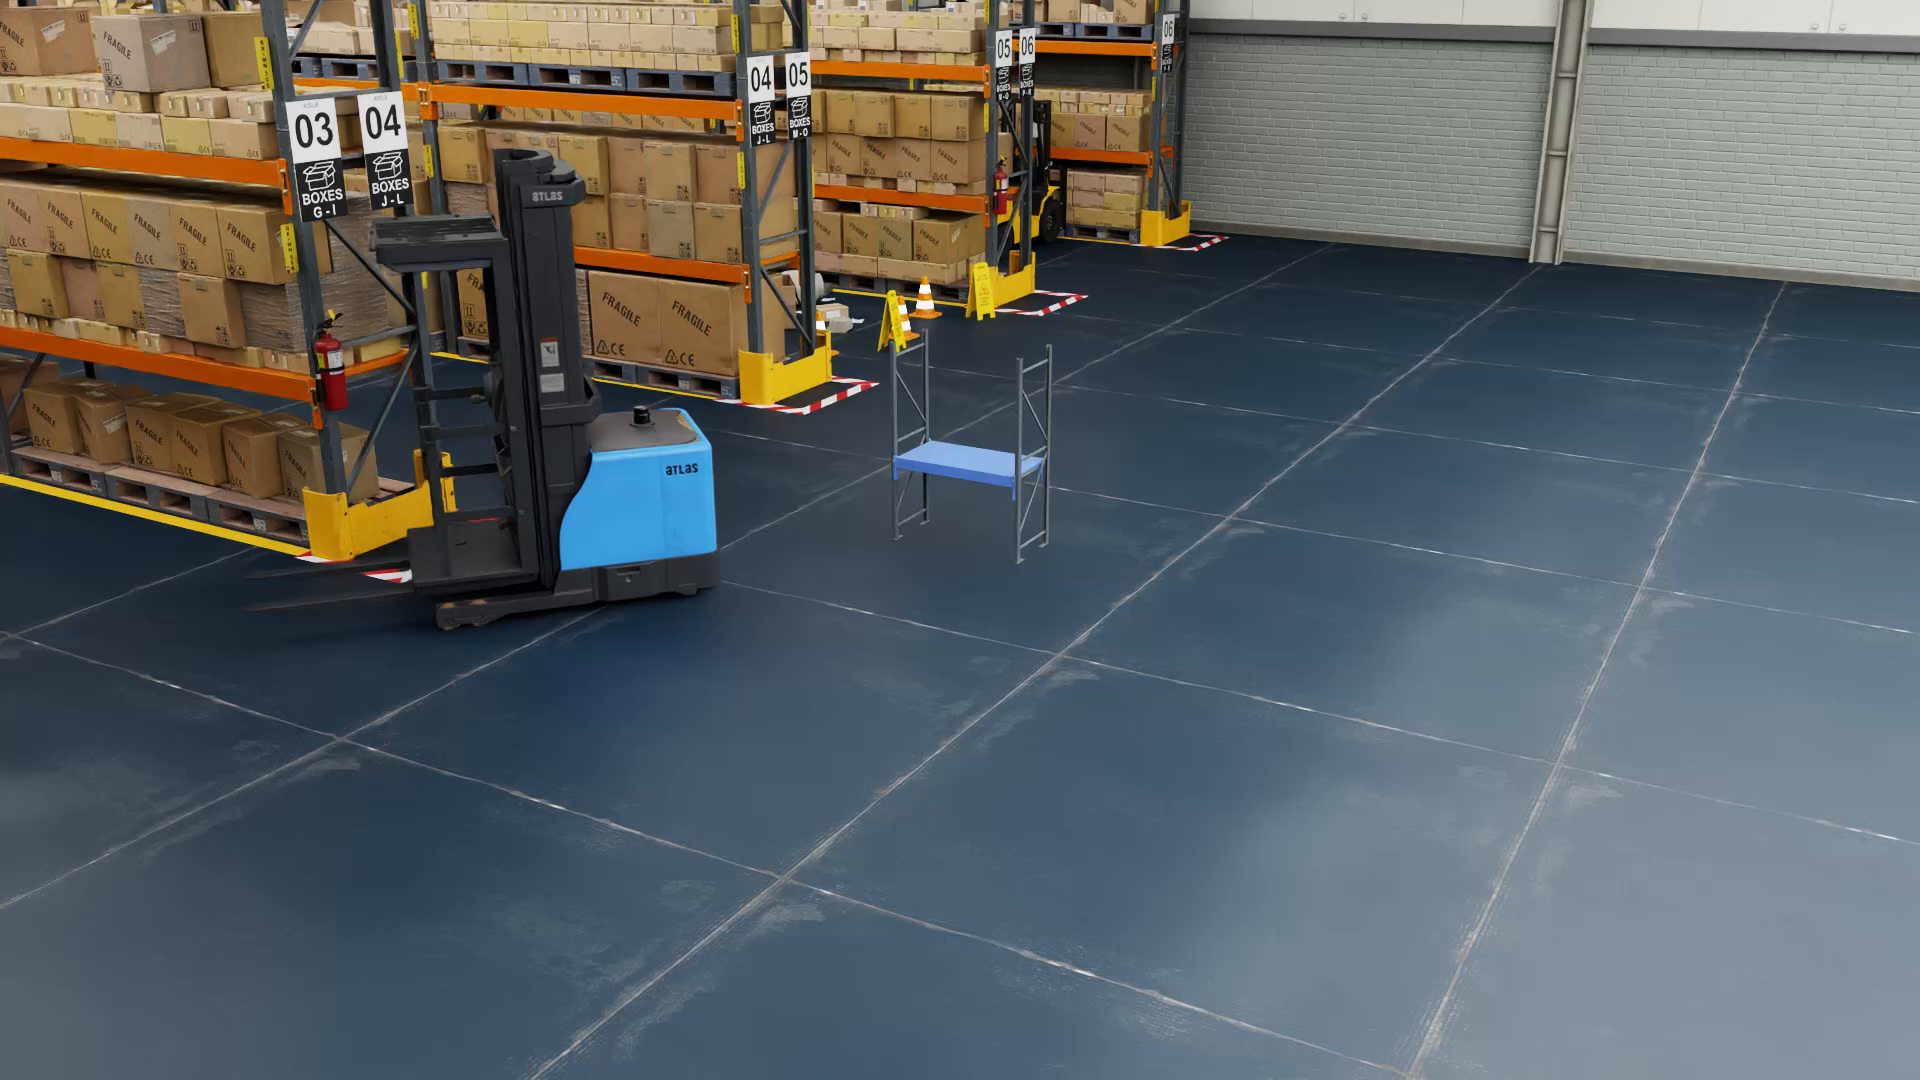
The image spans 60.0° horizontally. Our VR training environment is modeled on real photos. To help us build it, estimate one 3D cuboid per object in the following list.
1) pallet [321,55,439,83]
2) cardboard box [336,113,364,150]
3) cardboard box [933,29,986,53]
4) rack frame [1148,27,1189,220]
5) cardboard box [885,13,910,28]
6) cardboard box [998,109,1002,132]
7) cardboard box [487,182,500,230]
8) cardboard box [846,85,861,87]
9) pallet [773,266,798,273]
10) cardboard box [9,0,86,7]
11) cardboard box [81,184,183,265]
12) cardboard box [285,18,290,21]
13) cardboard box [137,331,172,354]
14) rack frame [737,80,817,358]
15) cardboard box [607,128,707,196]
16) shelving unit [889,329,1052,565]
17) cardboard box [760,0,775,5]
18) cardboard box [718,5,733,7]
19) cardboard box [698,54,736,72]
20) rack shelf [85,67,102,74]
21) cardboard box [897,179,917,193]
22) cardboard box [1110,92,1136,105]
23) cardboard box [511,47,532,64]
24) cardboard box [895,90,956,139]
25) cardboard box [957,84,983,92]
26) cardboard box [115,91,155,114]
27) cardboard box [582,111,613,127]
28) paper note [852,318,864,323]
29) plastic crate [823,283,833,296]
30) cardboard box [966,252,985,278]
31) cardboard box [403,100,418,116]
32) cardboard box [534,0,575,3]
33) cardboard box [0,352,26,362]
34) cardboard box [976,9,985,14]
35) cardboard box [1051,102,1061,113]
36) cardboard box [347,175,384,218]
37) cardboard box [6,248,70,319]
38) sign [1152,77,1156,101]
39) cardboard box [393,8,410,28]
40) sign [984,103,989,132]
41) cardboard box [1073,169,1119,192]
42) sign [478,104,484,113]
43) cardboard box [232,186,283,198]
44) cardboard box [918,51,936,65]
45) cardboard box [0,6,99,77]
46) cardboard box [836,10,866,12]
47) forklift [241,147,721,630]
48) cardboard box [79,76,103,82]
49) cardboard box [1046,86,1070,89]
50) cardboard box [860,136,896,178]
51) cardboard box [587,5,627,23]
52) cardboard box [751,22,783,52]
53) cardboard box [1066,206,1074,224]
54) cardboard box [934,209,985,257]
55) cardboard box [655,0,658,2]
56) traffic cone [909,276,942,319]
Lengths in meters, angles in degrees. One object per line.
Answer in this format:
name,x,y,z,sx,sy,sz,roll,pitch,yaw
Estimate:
pallet,-6.047,-5.020,17.687,1.217,0.209,0.805,10,22,25
cardboard box,-4.532,-2.934,11.875,0.500,0.250,0.500,12,23,29
cardboard box,0.017,-5.872,19.538,0.500,0.250,0.500,10,22,27
rack frame,3.013,-5.866,24.137,0.127,3.000,1.000,11,23,27
cardboard box,-0.688,-6.214,19.898,0.250,0.149,0.380,11,23,27
cardboard box,0.686,-6.261,25.079,0.500,0.500,0.500,11,22,27
cardboard box,-4.403,-3.490,17.368,0.550,0.550,0.875,11,23,27
cardboard box,-1.769,-7.233,26.808,0.250,0.149,0.380,11,22,27
pallet,-2.293,-3.641,22.092,1.213,0.211,1.003,11,23,27
cardboard box,-10.922,-6.253,20.037,0.637,0.503,0.797,10,22,27
cardboard box,-6.145,-2.363,12.431,0.500,0.500,0.500,11,23,27
cardboard box,-7.656,-5.755,18.802,0.500,0.311,0.500,11,23,27
cardboard box,-5.948,-1.523,12.534,0.250,0.149,0.380,11,23,27
rack frame,-1.730,-2.897,15.952,0.127,3.000,1.000,11,23,27
cardboard box,-2.983,-3.746,16.489,0.550,0.550,0.875,11,23,27
shelving unit,0.074,-0.691,12.070,1.048,1.500,0.538,11,23,27
cardboard box,-2.968,-8.650,26.506,0.500,0.500,0.700,10,22,26
cardboard box,-2.085,-5.000,15.789,0.250,0.149,0.380,11,23,28
cardboard box,-2.186,-4.388,15.269,0.250,0.149,0.380,11,23,27
rack shelf,-10.460,-5.632,20.148,4.000,0.370,1.077,11,23,27
cardboard box,-0.563,-4.360,20.353,0.250,0.149,0.380,11,23,28
cardboard box,2.367,-6.386,24.037,0.250,0.149,0.380,11,23,27
cardboard box,-4.181,-4.768,16.318,0.250,0.149,0.380,10,22,26
cardboard box,-0.395,-5.151,20.116,0.500,0.500,0.700,11,23,28
cardboard box,0.154,-6.825,25.247,0.250,0.149,0.380,10,22,26
cardboard box,-5.764,-3.136,11.848,0.250,0.149,0.380,10,22,25
cardboard box,-4.751,-5.702,22.486,0.500,0.500,0.500,10,22,25
paper note,-1.200,-2.556,19.367,0.142,0.019,0.148,3,20,9
plastic crate,-1.926,-3.175,21.000,0.583,0.080,0.402,3,20,9
cardboard box,0.026,-3.509,21.055,0.500,0.250,0.500,11,22,27
cardboard box,-7.850,-6.410,24.025,0.500,0.500,0.500,11,23,27
cardboard box,-4.090,-5.382,16.840,0.250,0.149,0.380,11,23,28
cardboard box,-8.662,-1.328,14.646,0.500,0.500,0.700,11,22,27
cardboard box,0.436,-7.774,24.606,0.250,0.149,0.380,12,23,29
cardboard box,1.442,-6.398,24.506,0.250,0.149,0.380,11,23,28
cardboard box,-6.249,-3.700,18.021,0.500,0.500,0.500,11,22,27
cardboard box,-6.947,-2.102,13.179,0.500,0.500,0.875,11,23,27
sign,2.736,-6.362,23.460,0.005,0.325,0.100,11,23,27
cardboard box,-7.762,-7.387,23.513,0.258,0.266,0.396,10,22,26
sign,0.307,-4.918,19.364,0.005,0.325,0.100,11,23,27
cardboard box,2.010,-5.307,24.548,0.500,0.250,0.500,11,23,28
sign,-6.656,-6.096,23.074,0.005,0.325,0.100,11,23,27
cardboard box,-5.018,-2.352,12.401,0.500,0.500,0.500,11,23,27
cardboard box,-0.301,-5.741,19.764,0.250,0.149,0.380,12,23,29
cardboard box,-7.212,-3.935,13.100,0.500,0.500,0.500,10,22,26
cardboard box,-1.348,-6.536,20.785,0.250,0.149,0.380,11,23,28
forklift,-3.211,-0.999,10.822,3.031,2.935,1.130,-7,21,-18
cardboard box,-6.601,-3.535,12.949,0.250,0.149,0.380,10,22,26
cardboard box,1.488,-6.743,25.020,0.250,0.149,0.380,11,23,28
cardboard box,-0.883,-4.751,20.482,0.500,0.500,0.500,11,23,27
cardboard box,-3.300,-4.975,15.718,0.250,0.149,0.380,10,22,27
cardboard box,-2.026,-4.777,15.759,0.500,0.250,0.500,11,23,27
cardboard box,1.587,-4.926,24.962,0.500,0.250,0.500,11,23,28
cardboard box,0.005,-3.865,20.938,0.500,0.500,0.500,10,22,26
cardboard box,-4.850,-8.936,27.402,0.250,0.149,0.380,10,22,26
traffic cone,-0.409,-2.882,19.632,0.334,0.463,0.336,11,23,27
